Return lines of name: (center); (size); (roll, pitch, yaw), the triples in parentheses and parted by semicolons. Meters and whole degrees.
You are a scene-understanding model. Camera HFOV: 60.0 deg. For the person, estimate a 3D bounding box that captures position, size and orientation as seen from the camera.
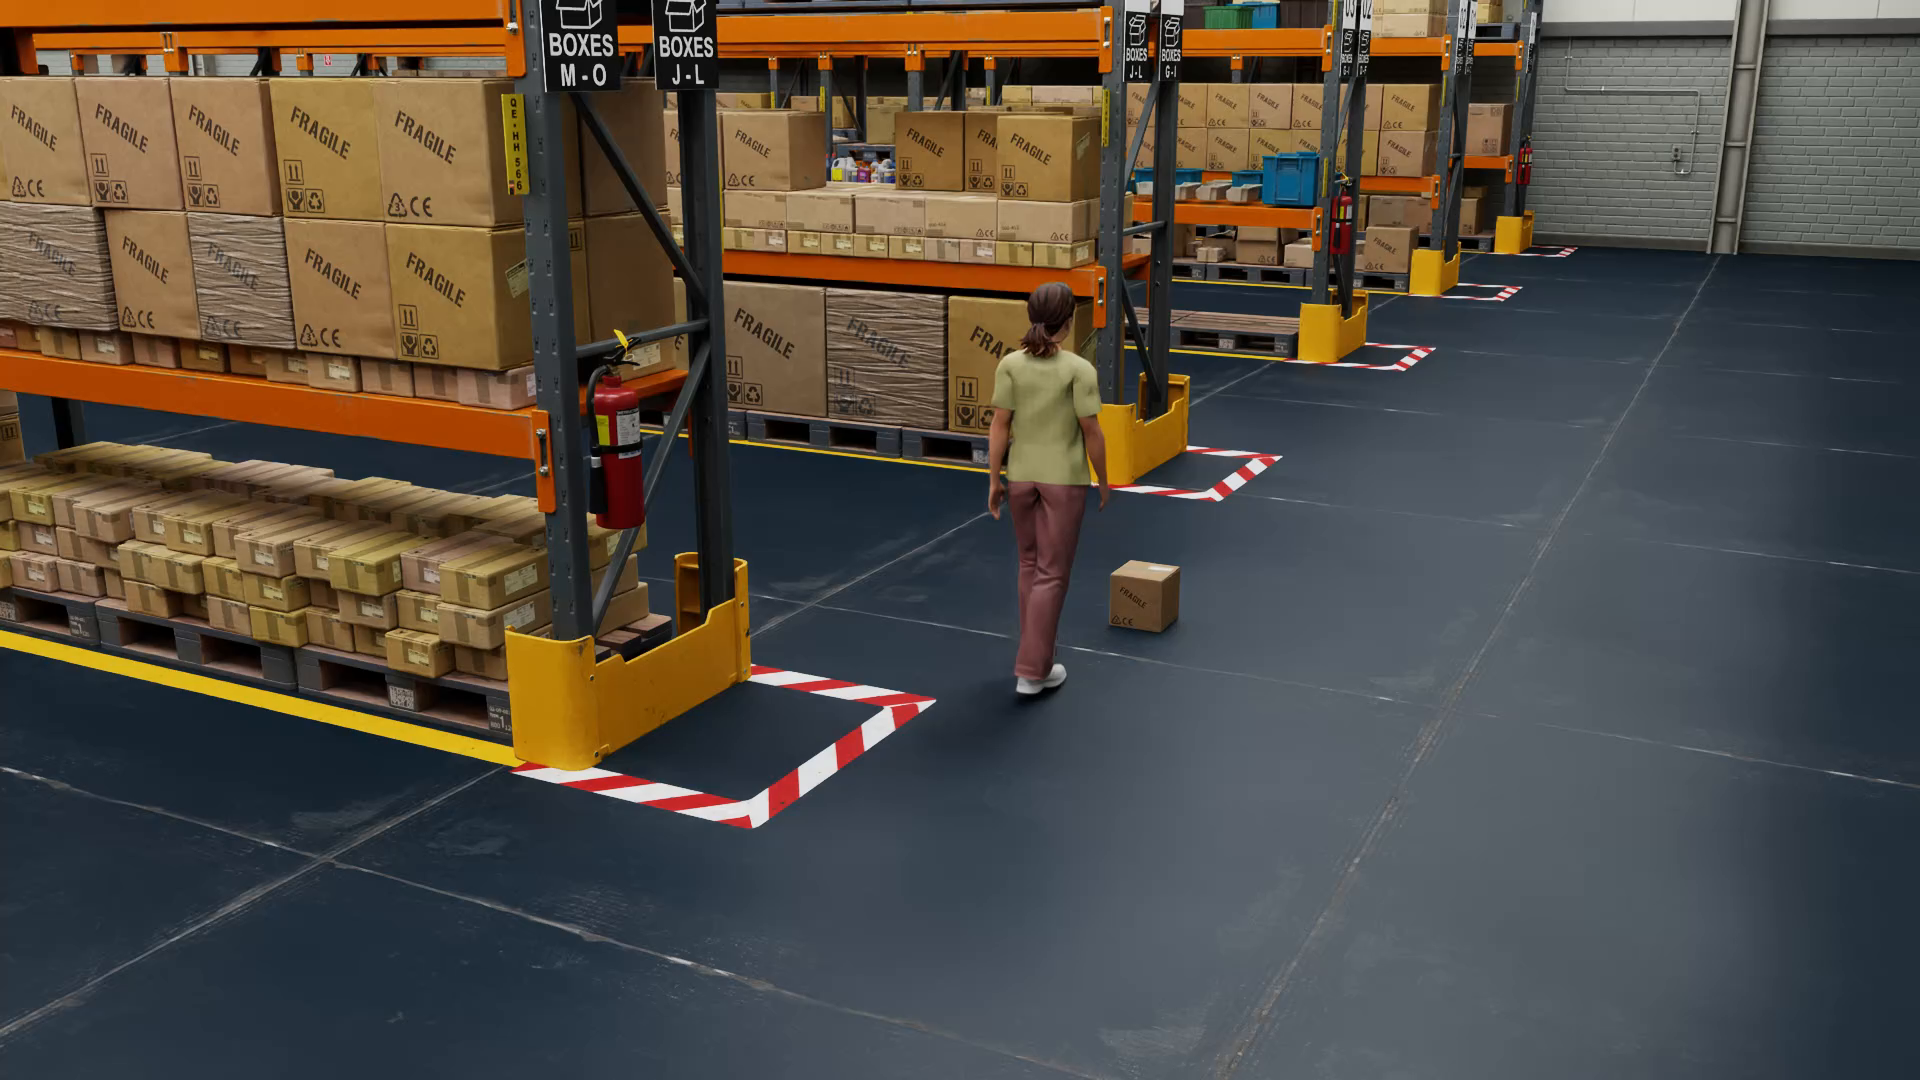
person: (0.402, -0.216, 6.795); (0.454, 1.668, 0.630); (8, 18, 27)
